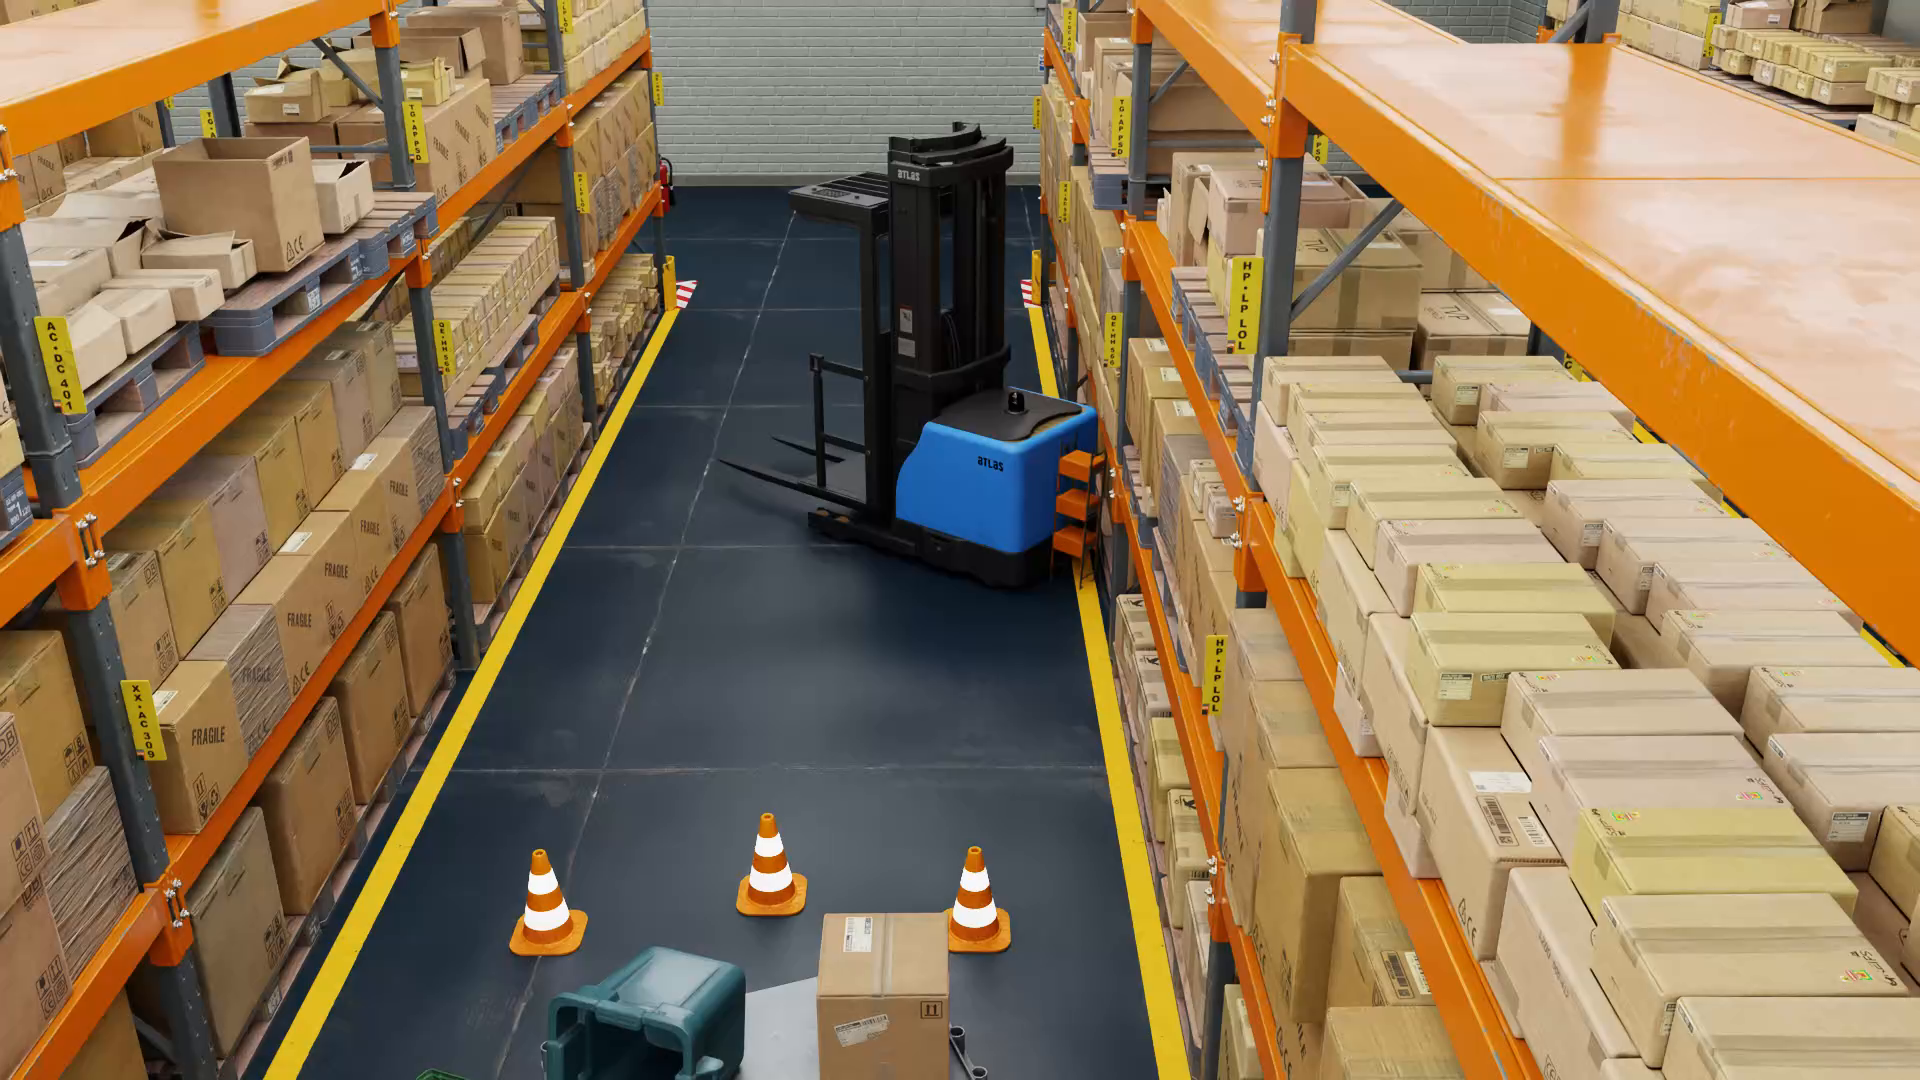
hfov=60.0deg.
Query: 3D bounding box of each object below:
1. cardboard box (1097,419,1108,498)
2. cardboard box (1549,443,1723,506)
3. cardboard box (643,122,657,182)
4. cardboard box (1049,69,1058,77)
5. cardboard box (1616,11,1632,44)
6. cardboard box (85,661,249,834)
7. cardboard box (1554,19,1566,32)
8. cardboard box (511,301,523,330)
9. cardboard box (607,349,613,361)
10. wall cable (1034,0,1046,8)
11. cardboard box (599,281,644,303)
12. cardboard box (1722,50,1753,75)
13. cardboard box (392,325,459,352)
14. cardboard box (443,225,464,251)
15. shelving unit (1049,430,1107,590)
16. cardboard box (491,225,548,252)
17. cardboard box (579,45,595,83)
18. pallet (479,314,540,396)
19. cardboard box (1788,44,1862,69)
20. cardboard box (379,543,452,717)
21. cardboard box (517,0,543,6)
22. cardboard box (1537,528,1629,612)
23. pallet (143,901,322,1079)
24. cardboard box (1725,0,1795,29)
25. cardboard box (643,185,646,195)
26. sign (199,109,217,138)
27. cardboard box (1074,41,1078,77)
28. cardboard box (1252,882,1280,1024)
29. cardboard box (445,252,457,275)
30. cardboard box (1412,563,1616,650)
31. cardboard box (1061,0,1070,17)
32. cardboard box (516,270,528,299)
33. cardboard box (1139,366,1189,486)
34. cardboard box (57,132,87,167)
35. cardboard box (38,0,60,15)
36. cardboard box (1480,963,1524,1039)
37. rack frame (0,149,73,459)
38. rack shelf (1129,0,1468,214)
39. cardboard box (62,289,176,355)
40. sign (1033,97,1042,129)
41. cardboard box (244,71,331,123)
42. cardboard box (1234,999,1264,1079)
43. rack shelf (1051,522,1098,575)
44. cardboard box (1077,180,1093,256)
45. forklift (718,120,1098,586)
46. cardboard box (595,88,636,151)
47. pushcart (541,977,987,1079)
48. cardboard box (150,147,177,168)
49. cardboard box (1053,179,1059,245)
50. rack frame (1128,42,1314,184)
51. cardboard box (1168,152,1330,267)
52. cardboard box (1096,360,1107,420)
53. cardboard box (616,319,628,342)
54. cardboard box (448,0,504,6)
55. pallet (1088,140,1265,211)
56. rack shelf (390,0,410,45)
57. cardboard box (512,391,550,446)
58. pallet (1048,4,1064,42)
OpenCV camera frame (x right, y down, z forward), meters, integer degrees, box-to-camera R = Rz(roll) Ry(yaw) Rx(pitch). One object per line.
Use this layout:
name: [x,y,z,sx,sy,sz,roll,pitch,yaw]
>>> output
cardboard box: [1.503,-0.878,12.504,0.875,0.875,0.875,0,24,1]
cardboard box: [1.835,-0.151,4.525,0.380,0.149,0.250,0,24,1]
cardboard box: [-3.331,-3.864,16.554,0.500,0.500,0.500,0,24,1]
cardboard box: [1.082,-4.580,16.498,0.380,0.149,0.250,0,24,1]
cardboard box: [6.098,-4.571,14.781,0.500,0.250,0.500,-1,24,-1]
cardboard box: [-3.199,0.814,6.571,0.500,0.500,0.500,0,24,0]
cardboard box: [6.090,-5.075,16.378,0.380,0.149,0.250,0,24,1]
cardboard box: [-3.330,-1.596,11.817,0.380,0.149,0.250,1,24,2]
cardboard box: [-3.380,-1.689,15.179,0.380,0.149,0.250,-1,24,-3]
wall cable: [1.271,-6.731,22.106,0.585,1.953,0.123,0,24,-1]
cardboard box: [-3.261,-2.386,15.997,0.380,0.149,0.250,1,24,1]
cardboard box: [5.936,-3.564,12.407,0.380,0.149,0.250,0,24,0]
cardboard box: [-3.323,-1.220,10.265,0.380,0.149,0.250,-1,24,-2]
cardboard box: [-3.996,-2.287,12.624,0.380,0.149,0.250,0,24,1]
shelving unit: [0.804,-0.201,11.286,0.252,1.050,0.215,20,31,31]
cardboard box: [-3.346,-2.291,12.633,0.380,0.149,0.250,-1,24,-2]
cardboard box: [-3.305,-3.915,13.692,0.500,0.250,0.500,-1,24,-1]
pallet: [-3.569,-1.299,11.597,1.003,0.211,1.213,0,24,-1]
cardboard box: [6.052,-3.381,11.641,0.380,0.149,0.250,0,24,0]
cardboard box: [-3.589,0.515,9.576,1.050,0.750,0.750,-1,24,-1]
cardboard box: [-3.340,-4.263,13.370,0.380,0.149,0.250,-1,24,-1]
cardboard box: [1.758,0.179,4.278,0.500,0.250,0.500,-1,24,-1]
pallet: [-3.546,2.031,7.387,1.003,0.211,1.213,0,24,-1]
cardboard box: [6.017,-3.994,12.495,0.396,0.266,0.258,0,24,-1]
cardboard box: [-3.342,-3.517,16.574,0.380,0.149,0.250,0,24,-1]
sign: [-4.049,-2.171,9.026,0.100,0.325,0.005,0,24,-1]
cardboard box: [1.055,-3.572,12.404,0.396,0.266,0.258,0,24,-1]
cardboard box: [1.241,1.222,5.309,0.500,0.500,0.500,0,24,-1]
cardboard box: [-3.997,-2.054,12.468,0.380,0.149,0.250,0,24,1]
cardboard box: [1.263,0.170,3.815,0.380,0.149,0.250,0,24,0]
cardboard box: [1.137,-4.971,15.517,0.380,0.149,0.250,1,24,1]
cardboard box: [-3.335,-1.837,11.990,0.380,0.149,0.250,-1,24,-3]
cardboard box: [1.229,-0.606,8.840,0.500,0.500,0.500,1,24,2]
cardboard box: [-8.813,-3.890,16.006,0.500,0.500,0.500,-1,24,-2]
cardboard box: [-8.555,-4.876,14.882,0.700,0.500,0.500,-2,24,-4]
cardboard box: [1.256,0.845,3.290,0.380,0.149,0.250,0,24,-1]
rack frame: [-3.462,-1.656,4.874,1.000,3.000,0.127,0,24,-1]
rack shelf: [1.464,-2.034,7.068,1.077,0.370,4.000,0,24,-1]
cardboard box: [-3.225,-0.840,6.384,0.250,0.149,0.380,0,24,-1]
sign: [0.800,-4.361,16.990,0.100,0.325,0.005,0,24,-1]
cardboard box: [-3.770,-2.497,9.324,0.396,0.266,0.258,0,24,-1]
cardboard box: [1.164,1.734,5.789,0.380,0.149,0.250,0,24,0]
rack shelf: [0.790,0.058,11.412,0.240,0.259,0.215,20,31,31]
cardboard box: [1.150,-2.392,12.447,0.500,0.500,0.500,0,24,-1]
forklift: [-0.496,-1.494,11.881,3.031,2.935,1.130,18,30,34]
cardboard box: [-3.319,-3.893,15.406,0.500,0.500,0.500,1,24,2]
pushcart: [-0.793,2.240,6.724,1.648,0.377,0.936,-9,26,-19]
cardboard box: [-3.718,-1.834,8.386,0.500,0.311,0.500,0,24,0]
cardboard box: [1.107,-2.937,14.866,0.500,0.500,0.500,-1,24,-1]
rack frame: [1.443,-3.368,8.660,1.000,3.000,0.127,0,24,-1]
cardboard box: [1.443,-1.656,8.393,0.700,0.500,0.500,0,24,-1]
cardboard box: [1.156,-0.984,10.850,0.500,0.250,0.500,0,24,0]
cardboard box: [-3.284,-1.930,15.351,0.380,0.149,0.250,0,24,-1]
cardboard box: [-3.884,-4.264,13.372,0.380,0.149,0.250,0,24,-1]
pallet: [1.383,-2.180,9.903,1.213,0.211,1.003,1,24,2]
rack shelf: [-3.528,-3.618,10.571,1.077,0.370,4.000,0,24,-1]
cardboard box: [-3.276,-0.877,12.047,0.500,0.250,0.500,-1,24,-3]
pallet: [1.374,-4.951,15.909,1.003,0.211,1.213,0,24,-1]
